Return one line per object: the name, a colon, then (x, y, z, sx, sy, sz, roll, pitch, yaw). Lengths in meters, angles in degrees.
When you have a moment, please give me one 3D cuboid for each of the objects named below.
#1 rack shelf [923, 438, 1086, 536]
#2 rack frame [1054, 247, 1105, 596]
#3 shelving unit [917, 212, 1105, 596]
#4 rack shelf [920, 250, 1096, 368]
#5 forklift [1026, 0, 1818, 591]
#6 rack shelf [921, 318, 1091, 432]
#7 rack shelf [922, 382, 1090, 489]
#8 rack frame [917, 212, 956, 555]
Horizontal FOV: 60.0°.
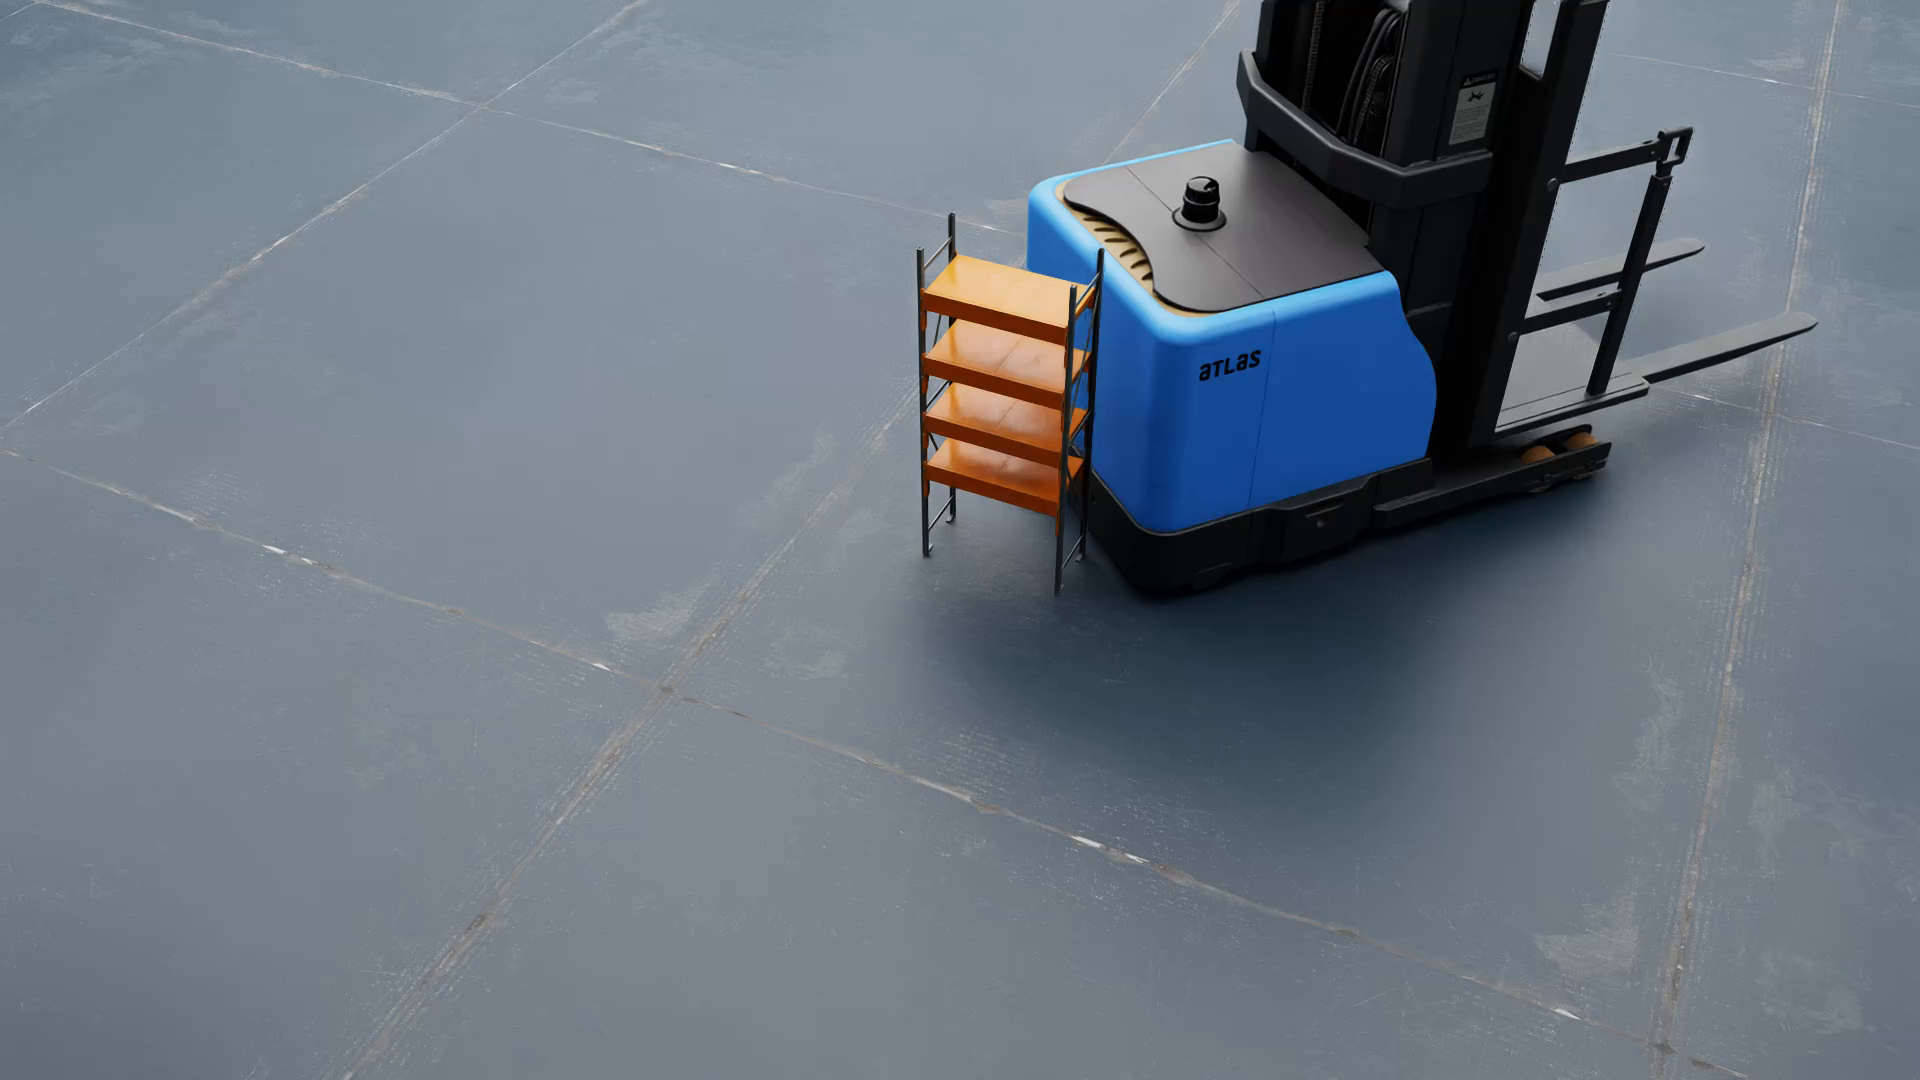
rack shelf: (0.150, -0.207, 5.478, 0.480, 0.148, 0.258, 17, 44, 19)
rack frame: (0.371, -0.340, 5.226, 0.015, 1.200, 0.240, 17, 44, 19)
shelving unit: (0.150, -0.408, 5.304, 0.503, 1.200, 0.258, 17, 44, 19)
rack shelf: (0.150, -0.705, 5.047, 0.480, 0.148, 0.258, 17, 44, 19)
forklift: (1.775, -1.577, 5.332, 3.031, 2.935, 1.130, -16, 43, -18)
rack shelf: (0.150, -0.526, 5.202, 0.480, 0.148, 0.258, 17, 44, 19)
rack shelf: (0.150, -0.357, 5.348, 0.480, 0.148, 0.258, 17, 44, 19)
rack frame: (-0.071, -0.475, 5.382, 0.015, 1.200, 0.240, 17, 44, 19)
